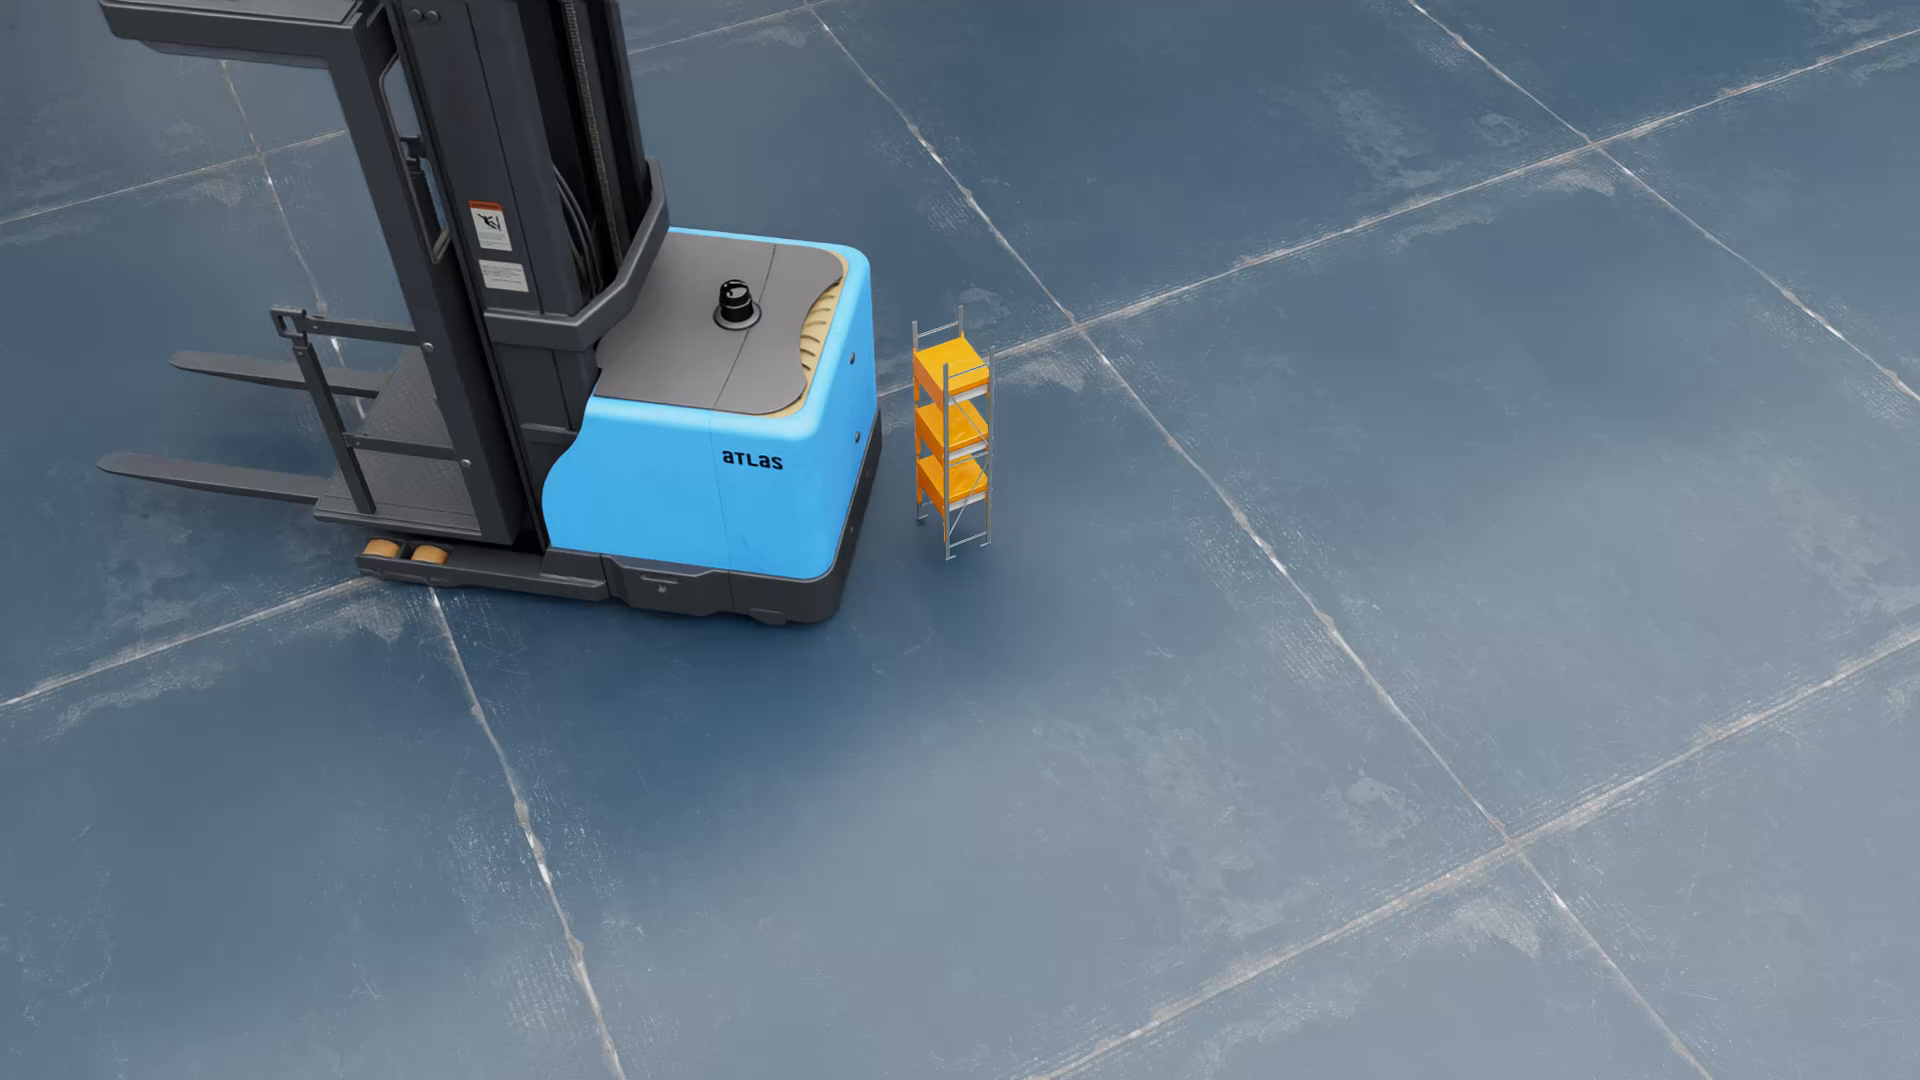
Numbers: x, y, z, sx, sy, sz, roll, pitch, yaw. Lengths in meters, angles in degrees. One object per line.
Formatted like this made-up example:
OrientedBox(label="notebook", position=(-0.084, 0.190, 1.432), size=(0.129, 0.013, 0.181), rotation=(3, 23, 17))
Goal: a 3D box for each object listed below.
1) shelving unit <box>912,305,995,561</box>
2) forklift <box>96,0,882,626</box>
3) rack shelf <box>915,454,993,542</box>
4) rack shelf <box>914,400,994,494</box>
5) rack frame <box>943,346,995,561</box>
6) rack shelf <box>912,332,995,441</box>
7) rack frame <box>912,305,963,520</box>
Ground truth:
OrientedBox(label="shelving unit", position=(-0.024, -0.381, 6.279), size=(0.215, 1.050, 0.252), rotation=(-21, 52, -18))
OrientedBox(label="forklift", position=(-1.886, -1.171, 5.720), size=(3.031, 2.935, 1.130), rotation=(7, 49, 6))
OrientedBox(label="rack shelf", position=(-0.024, -0.191, 6.496), size=(0.215, 0.259, 0.240), rotation=(-21, 52, -18))
OrientedBox(label="rack shelf", position=(-0.024, -0.374, 6.287), size=(0.215, 0.259, 0.240), rotation=(-21, 52, -18))
OrientedBox(label="rack frame", position=(0.031, -0.300, 6.207), size=(0.200, 1.050, 0.008), rotation=(-21, 52, -18))
OrientedBox(label="rack shelf", position=(-0.024, -0.561, 6.073), size=(0.215, 0.259, 0.240), rotation=(-21, 52, -18))
OrientedBox(label="rack frame", position=(-0.080, -0.463, 6.350), size=(0.200, 1.050, 0.008), rotation=(-21, 52, -18))
